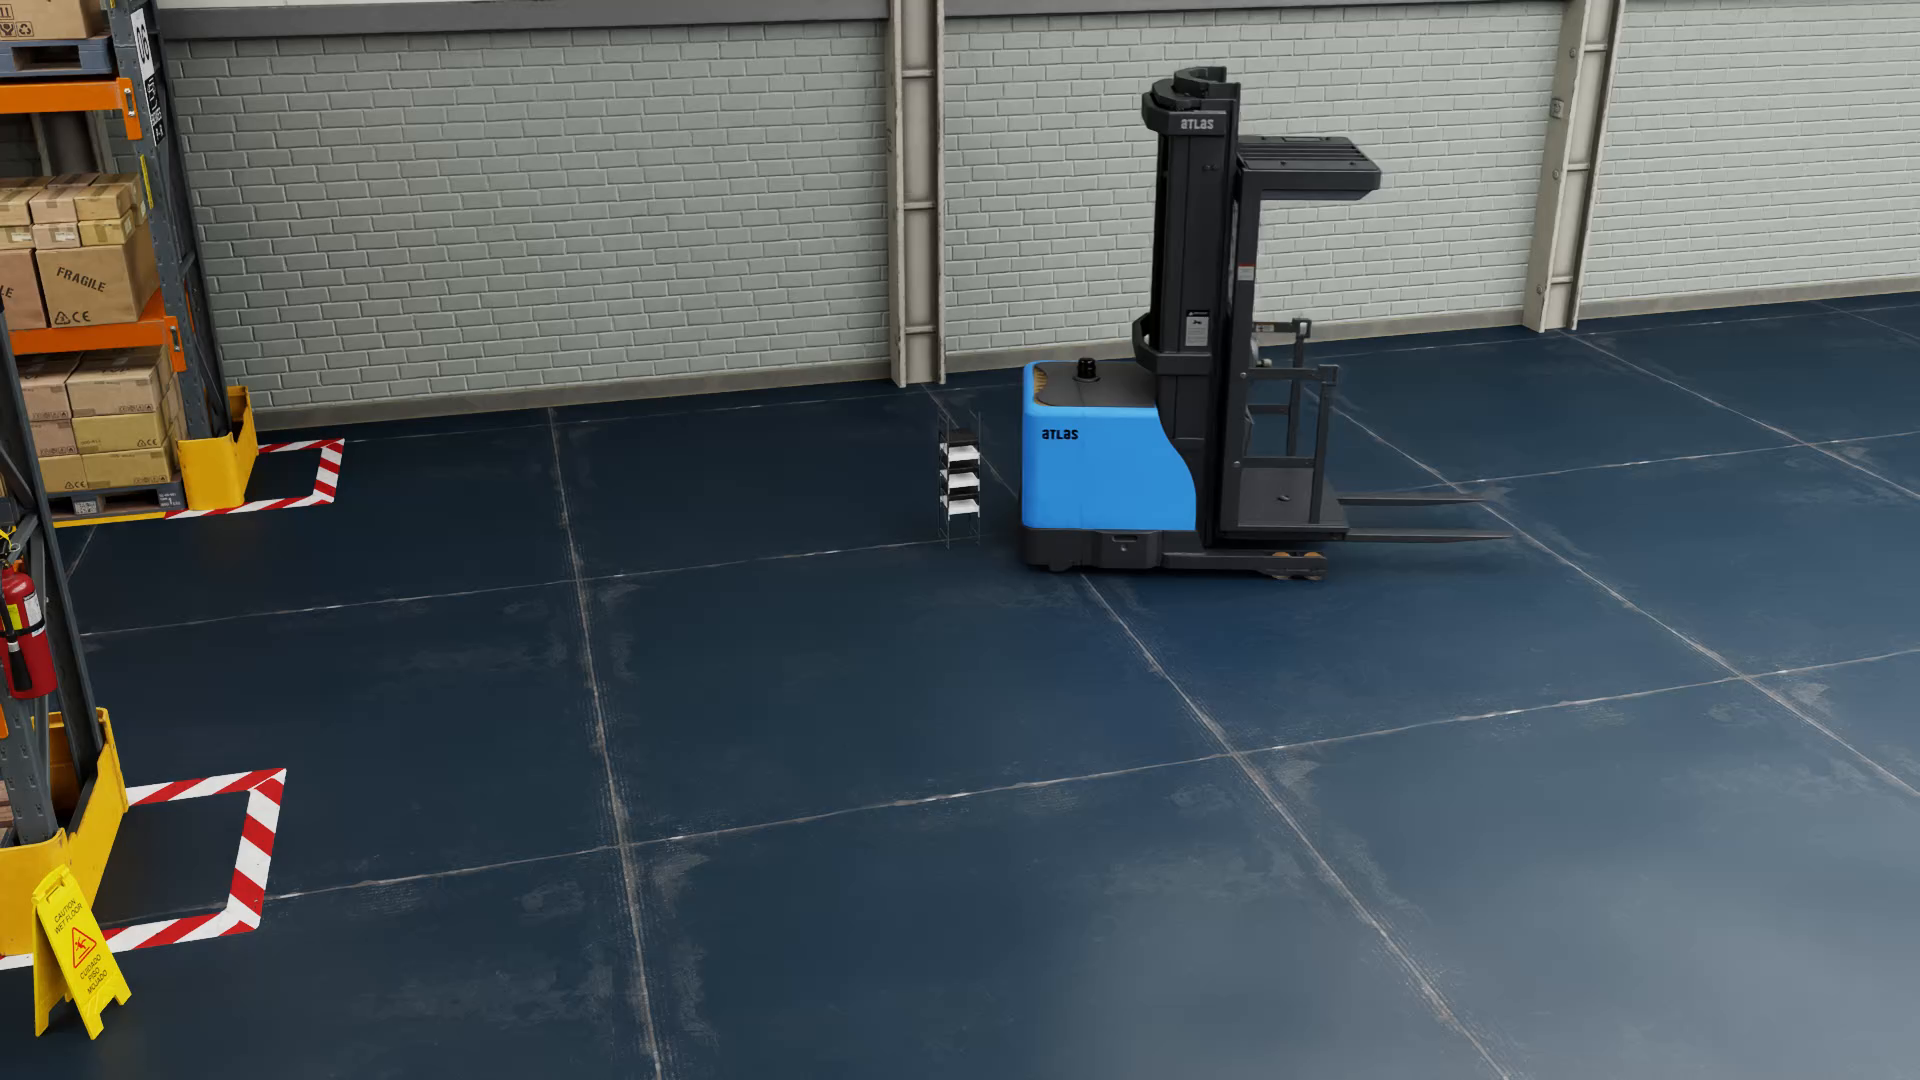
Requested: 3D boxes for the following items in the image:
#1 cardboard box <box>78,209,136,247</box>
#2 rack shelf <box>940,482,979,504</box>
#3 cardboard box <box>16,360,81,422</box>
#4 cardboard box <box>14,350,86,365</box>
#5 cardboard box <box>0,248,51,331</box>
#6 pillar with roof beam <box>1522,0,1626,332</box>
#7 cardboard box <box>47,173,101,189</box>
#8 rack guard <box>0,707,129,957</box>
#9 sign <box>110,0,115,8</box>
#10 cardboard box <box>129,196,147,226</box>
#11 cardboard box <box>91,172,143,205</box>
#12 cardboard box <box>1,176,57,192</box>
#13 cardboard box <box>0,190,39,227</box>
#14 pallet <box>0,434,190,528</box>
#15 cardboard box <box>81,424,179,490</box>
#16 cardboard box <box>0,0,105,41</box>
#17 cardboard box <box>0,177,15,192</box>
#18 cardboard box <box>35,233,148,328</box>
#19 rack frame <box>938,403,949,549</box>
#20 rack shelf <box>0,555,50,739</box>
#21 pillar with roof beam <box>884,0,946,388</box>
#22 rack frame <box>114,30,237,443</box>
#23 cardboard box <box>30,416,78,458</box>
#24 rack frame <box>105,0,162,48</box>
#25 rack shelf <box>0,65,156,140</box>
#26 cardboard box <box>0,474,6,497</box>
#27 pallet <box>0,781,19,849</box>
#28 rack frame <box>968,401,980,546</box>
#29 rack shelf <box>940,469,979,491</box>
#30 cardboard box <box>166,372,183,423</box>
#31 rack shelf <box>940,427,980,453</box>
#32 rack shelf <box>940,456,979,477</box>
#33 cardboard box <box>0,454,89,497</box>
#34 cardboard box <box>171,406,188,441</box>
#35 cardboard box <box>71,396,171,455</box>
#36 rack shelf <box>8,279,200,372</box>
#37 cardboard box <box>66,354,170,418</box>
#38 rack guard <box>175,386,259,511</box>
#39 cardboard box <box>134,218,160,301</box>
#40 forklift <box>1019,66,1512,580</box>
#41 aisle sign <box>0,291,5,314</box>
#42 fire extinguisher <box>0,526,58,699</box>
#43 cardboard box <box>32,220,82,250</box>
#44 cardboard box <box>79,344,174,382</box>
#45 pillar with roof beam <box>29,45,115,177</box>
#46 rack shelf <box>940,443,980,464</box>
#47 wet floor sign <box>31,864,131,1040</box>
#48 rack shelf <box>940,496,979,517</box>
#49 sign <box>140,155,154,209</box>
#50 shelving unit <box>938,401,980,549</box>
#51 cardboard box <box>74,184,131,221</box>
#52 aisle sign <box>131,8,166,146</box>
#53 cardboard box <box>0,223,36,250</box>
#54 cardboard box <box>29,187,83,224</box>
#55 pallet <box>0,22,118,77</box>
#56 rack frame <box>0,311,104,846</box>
[{"bbox_3d":[-5.471,-2.004,10.668,0.250,0.149,0.380,-6,24,-14],"label":"cardboard box"},{"bbox_3d":[-0.008,-0.299,10.619,0.200,0.077,0.258,-6,24,-14],"label":"rack shelf"},{"bbox_3d":[-6.062,-0.968,10.889,0.500,0.250,0.500,-6,24,-13],"label":"cardboard box"},{"bbox_3d":[-6.207,-1.158,11.332,0.500,0.250,0.500,-6,24,-14],"label":"cardboard box"},{"bbox_3d":[-6.118,-1.646,10.654,0.500,0.500,0.500,-6,24,-13],"label":"cardboard box"},{"bbox_3d":[6.590,-4.472,9.761,0.400,9.000,9.100,-6,24,-14],"label":"pillar with roof beam"},{"bbox_3d":[-5.867,-2.325,11.038,0.250,0.149,0.380,-5,24,-13],"label":"cardboard box"},{"bbox_3d":[-3.941,1.237,7.232,0.348,0.500,1.175,-6,24,-14],"label":"rack guard"},{"bbox_3d":[-5.079,-3.345,9.915,0.005,0.325,0.100,-6,24,-14],"label":"sign"},{"bbox_3d":[-5.609,-2.210,11.147,0.250,0.149,0.380,-7,24,-16],"label":"cardboard box"},{"bbox_3d":[-5.594,-2.330,11.049,0.250,0.149,0.380,-7,24,-15],"label":"cardboard box"},{"bbox_3d":[-6.105,-2.281,10.935,0.250,0.149,0.380,-6,24,-13],"label":"cardboard box"},{"bbox_3d":[-5.974,-2.090,10.490,0.250,0.149,0.380,-6,24,-13],"label":"cardboard box"},{"bbox_3d":[-5.938,-0.425,11.472,1.213,0.211,1.003,-6,24,-14],"label":"pallet"},{"bbox_3d":[-5.580,-0.563,11.212,0.500,0.250,0.500,-6,24,-14],"label":"cardboard box"},{"bbox_3d":[-5.573,-3.327,10.110,0.500,0.500,0.500,-6,24,-13],"label":"cardboard box"},{"bbox_3d":[-6.347,-2.260,10.887,0.250,0.149,0.380,-6,24,-14],"label":"cardboard box"},{"bbox_3d":[-5.616,-1.697,10.775,0.500,0.500,0.500,-7,24,-16],"label":"cardboard box"},{"bbox_3d":[-0.106,-0.402,10.545,0.006,0.900,0.240,-6,24,-14],"label":"rack frame"},{"bbox_3d":[-5.794,0.624,6.404,4.000,0.370,1.077,-6,24,-14],"label":"rack shelf"},{"bbox_3d":[0.813,-3.833,8.271,0.400,9.000,9.100,-6,24,-14],"label":"pillar with roof beam"},{"bbox_3d":[-5.213,-1.804,11.149,0.127,3.000,1.000,-6,24,-14],"label":"rack frame"},{"bbox_3d":[-6.083,-0.743,10.998,0.500,0.250,0.500,-7,24,-15],"label":"cardboard box"},{"bbox_3d":[-5.213,-4.560,9.966,0.127,3.000,1.000,-6,24,-14],"label":"rack frame"},{"bbox_3d":[-7.138,-2.638,10.203,4.000,0.370,1.077,-6,24,-14],"label":"rack shelf"},{"bbox_3d":[-6.545,-0.464,10.981,0.500,0.250,0.500,-6,24,-14],"label":"cardboard box"},{"bbox_3d":[-4.733,1.443,7.119,1.213,0.211,1.003,-6,24,-14],"label":"pallet"},{"bbox_3d":[0.090,-0.424,10.596,0.006,0.900,0.240,-6,24,-14],"label":"rack frame"},{"bbox_3d":[-0.008,-0.382,10.584,0.200,0.077,0.258,-6,24,-14],"label":"rack shelf"},{"bbox_3d":[-5.721,-0.991,11.577,0.500,0.250,0.500,-6,24,-13],"label":"cardboard box"},{"bbox_3d":[-0.008,-0.630,10.477,0.200,0.077,0.258,-6,24,-14],"label":"rack shelf"},{"bbox_3d":[-0.008,-0.465,10.548,0.200,0.077,0.258,-6,24,-14],"label":"rack shelf"},{"bbox_3d":[-6.061,-0.514,11.097,0.500,0.250,0.500,-6,24,-14],"label":"cardboard box"},{"bbox_3d":[-5.738,-0.755,11.660,0.500,0.250,0.500,-6,24,-14],"label":"cardboard box"},{"bbox_3d":[-5.597,-0.792,11.113,0.500,0.250,0.500,-7,24,-15],"label":"cardboard box"},{"bbox_3d":[-7.138,-1.260,10.795,4.000,0.370,1.077,-6,24,-14],"label":"rack shelf"},{"bbox_3d":[-5.572,-1.025,11.021,0.500,0.250,0.500,-5,24,-13],"label":"cardboard box"},{"bbox_3d":[-5.190,-0.657,11.648,0.348,0.500,1.175,-6,24,-14],"label":"rack guard"},{"bbox_3d":[-5.765,-1.902,11.252,0.500,0.500,0.500,-6,24,-13],"label":"cardboard box"},{"bbox_3d":[1.896,-1.315,10.099,3.031,2.935,1.130,1,23,2],"label":"forklift"},{"bbox_3d":[-3.892,-1.238,6.535,0.004,0.787,0.394,-6,24,-14],"label":"aisle sign"},{"bbox_3d":[-3.634,0.279,6.394,0.183,0.674,0.296,-6,24,-14],"label":"fire extinguisher"},{"bbox_3d":[-5.709,-1.966,10.578,0.250,0.149,0.380,-6,24,-14],"label":"cardboard box"},{"bbox_3d":[-5.727,-1.213,11.460,0.500,0.250,0.500,-7,24,-15],"label":"cardboard box"},{"bbox_3d":[-4.964,-3.194,6.782,0.400,9.000,9.100,-6,24,-14],"label":"pillar with roof beam"},{"bbox_3d":[-0.008,-0.547,10.513,0.200,0.077,0.258,-6,24,-14],"label":"rack shelf"},{"bbox_3d":[-3.396,1.548,6.323,0.232,0.644,0.267,2,23,4],"label":"wet floor sign"},{"bbox_3d":[-0.008,-0.217,10.655,0.200,0.077,0.258,-6,24,-14],"label":"rack shelf"},{"bbox_3d":[-5.079,-2.237,10.391,0.005,0.325,0.100,-6,24,-14],"label":"sign"},{"bbox_3d":[-0.008,-0.413,10.571,0.210,0.900,0.258,-6,24,-14],"label":"shelving unit"},{"bbox_3d":[-5.501,-2.166,10.668,0.250,0.149,0.380,-6,24,-14],"label":"cardboard box"},{"bbox_3d":[-5.070,-2.894,10.393,0.004,0.787,0.394,-6,24,-14],"label":"aisle sign"},{"bbox_3d":[-5.975,-1.961,10.568,0.250,0.149,0.380,-6,24,-13],"label":"cardboard box"},{"bbox_3d":[-5.730,-2.128,10.579,0.250,0.149,0.380,-6,24,-14],"label":"cardboard box"},{"bbox_3d":[-5.900,-3.076,10.423,1.213,0.211,1.003,-6,24,-14],"label":"pallet"},{"bbox_3d":[-3.868,0.081,6.758,0.127,3.000,1.000,-6,24,-14],"label":"rack frame"}]
